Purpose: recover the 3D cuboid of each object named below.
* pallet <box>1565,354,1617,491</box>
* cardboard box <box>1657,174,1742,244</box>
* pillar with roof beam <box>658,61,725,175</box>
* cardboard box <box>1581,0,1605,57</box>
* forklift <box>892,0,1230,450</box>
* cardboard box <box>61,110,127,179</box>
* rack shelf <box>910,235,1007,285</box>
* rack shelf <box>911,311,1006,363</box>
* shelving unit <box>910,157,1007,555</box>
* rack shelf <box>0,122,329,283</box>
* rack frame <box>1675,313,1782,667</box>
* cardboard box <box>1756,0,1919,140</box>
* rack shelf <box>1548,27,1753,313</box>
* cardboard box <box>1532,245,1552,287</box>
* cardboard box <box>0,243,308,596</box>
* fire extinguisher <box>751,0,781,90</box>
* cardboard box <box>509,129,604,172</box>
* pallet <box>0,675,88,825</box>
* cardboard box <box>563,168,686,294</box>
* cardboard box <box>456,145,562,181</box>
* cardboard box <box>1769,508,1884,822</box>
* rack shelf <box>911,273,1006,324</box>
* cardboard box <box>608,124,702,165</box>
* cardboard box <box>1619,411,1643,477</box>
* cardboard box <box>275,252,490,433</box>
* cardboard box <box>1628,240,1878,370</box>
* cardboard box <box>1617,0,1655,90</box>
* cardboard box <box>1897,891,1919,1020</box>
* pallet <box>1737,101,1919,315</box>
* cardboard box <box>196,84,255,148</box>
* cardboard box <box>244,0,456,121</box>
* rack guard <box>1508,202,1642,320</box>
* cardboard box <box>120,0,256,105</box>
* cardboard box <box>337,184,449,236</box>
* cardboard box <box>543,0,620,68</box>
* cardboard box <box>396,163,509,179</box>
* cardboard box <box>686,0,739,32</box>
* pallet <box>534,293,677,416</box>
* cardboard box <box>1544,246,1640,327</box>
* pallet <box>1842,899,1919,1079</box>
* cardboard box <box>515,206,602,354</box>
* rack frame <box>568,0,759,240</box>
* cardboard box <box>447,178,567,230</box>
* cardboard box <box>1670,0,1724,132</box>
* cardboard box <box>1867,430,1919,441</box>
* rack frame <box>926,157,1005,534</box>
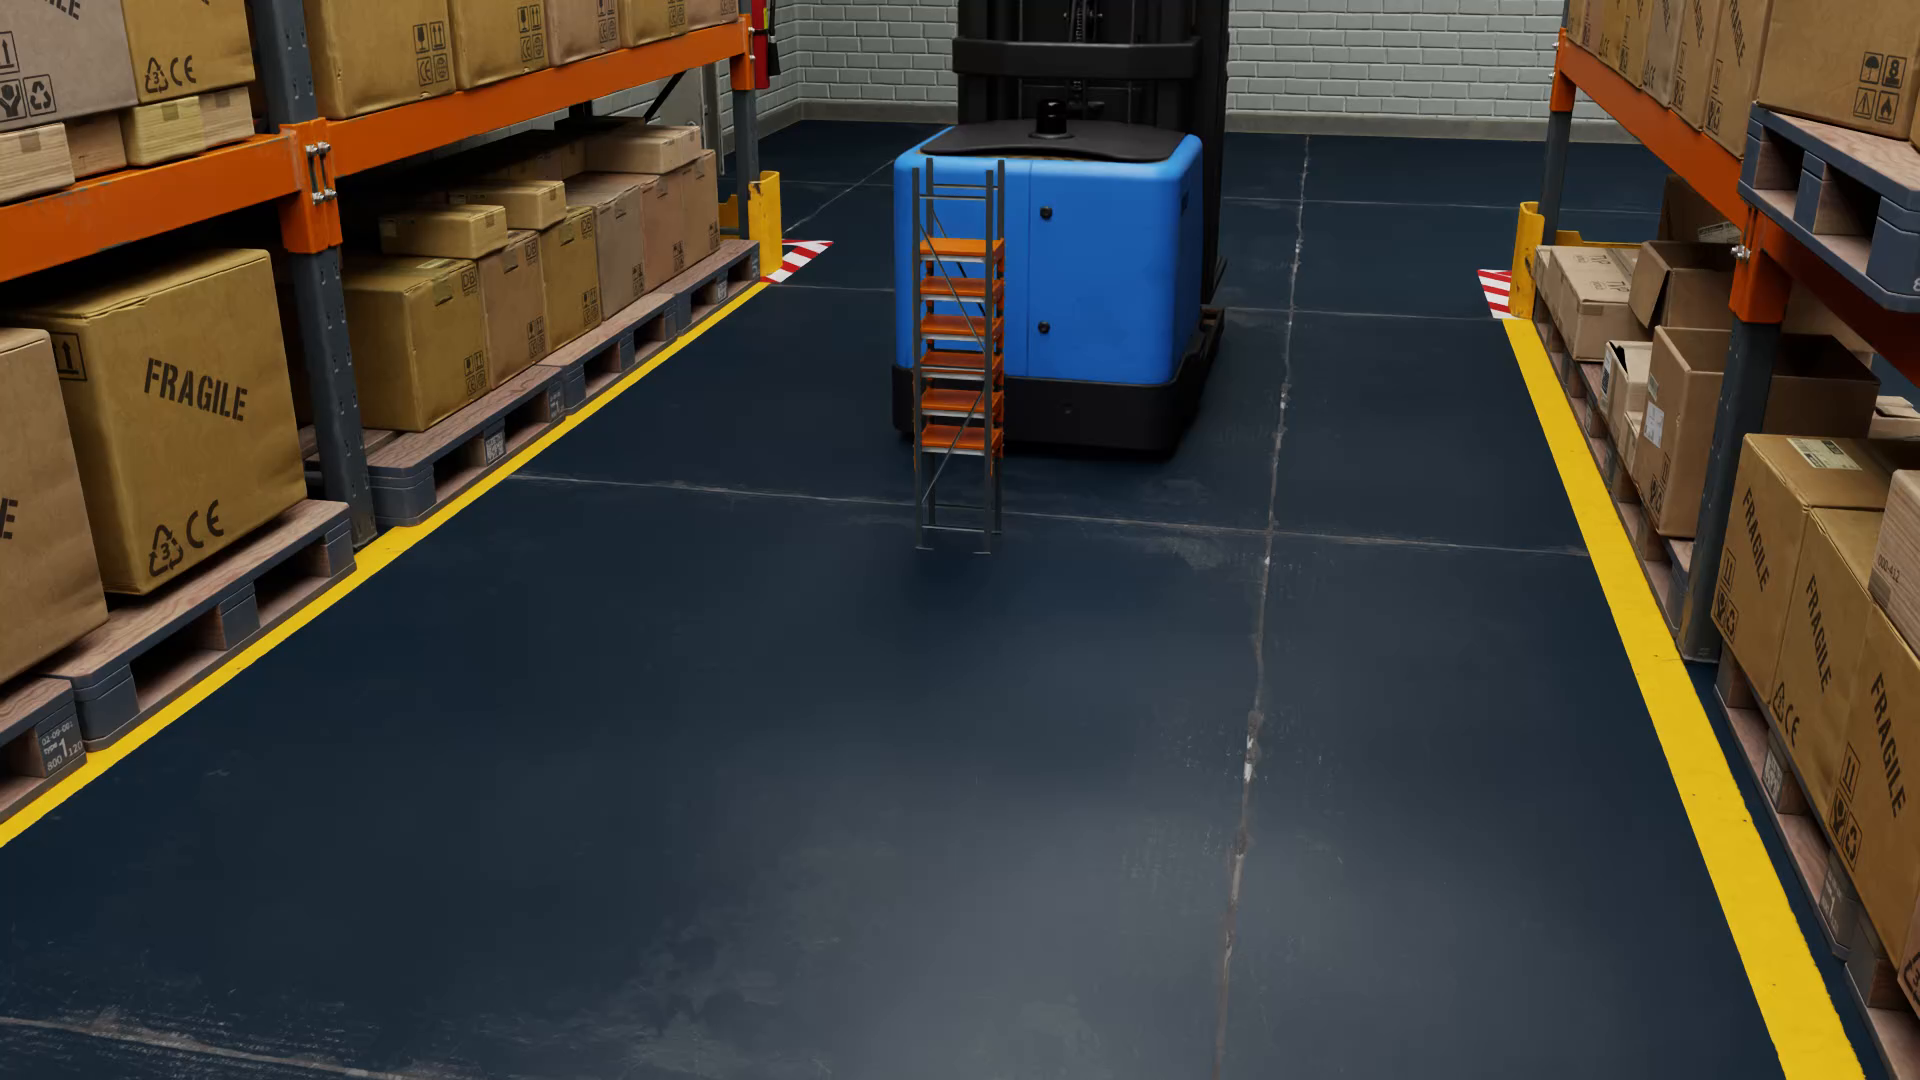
[{"bbox_3d":[2.856,-0.444,6.174,1.003,0.211,1.213,4,22,11],"label":"pallet"},{"bbox_3d":[3.414,-1.329,7.396,0.500,0.500,0.500,4,22,11],"label":"cardboard box"},{"bbox_3d":[2.353,-6.386,9.165,9.100,9.000,0.400,4,22,11],"label":"pillar with roof beam"},{"bbox_3d":[2.835,-2.217,6.710,0.500,0.500,0.500,4,22,10],"label":"cardboard box"},{"bbox_3d":[0.587,-2.202,6.898,1.130,2.935,3.031,5,22,12],"label":"forklift"},{"bbox_3d":[-2.299,-0.978,4.075,0.380,0.149,0.250,5,23,13],"label":"cardboard box"},{"bbox_3d":[-0.003,-0.844,4.998,0.258,0.103,0.180,4,22,11],"label":"rack shelf"},{"bbox_3d":[-0.003,-0.621,5.088,0.258,0.103,0.180,4,22,11],"label":"rack shelf"},{"bbox_3d":[-0.003,-0.551,5.116,0.258,1.200,0.189,4,22,11],"label":"shelving unit"},{"bbox_3d":[-2.790,-0.350,3.171,1.077,0.370,4.000,4,22,11],"label":"rack shelf"},{"bbox_3d":[2.468,-1.039,3.919,1.000,3.000,0.127,4,22,11],"label":"rack frame"},{"bbox_3d":[2.152,-1.124,3.434,0.700,0.500,0.500,-3,22,-7],"label":"cardboard box"},{"bbox_3d":[2.876,-1.437,5.869,1.077,0.370,4.000,4,22,11],"label":"rack shelf"},{"bbox_3d":[2.862,-1.257,7.686,0.380,0.149,0.250,4,22,11],"label":"cardboard box"},{"bbox_3d":[-2.388,-0.366,4.561,0.750,0.750,0.750,5,22,12],"label":"cardboard box"},{"bbox_3d":[-1.083,-2.690,8.619,0.296,0.674,0.183,4,22,11],"label":"fire extinguisher"},{"bbox_3d":[-1.884,-1.827,7.789,0.380,0.149,0.250,5,22,11],"label":"cardboard box"},{"bbox_3d":[-2.713,0.613,3.548,1.003,0.211,1.213,4,22,11],"label":"pallet"},{"bbox_3d":[-1.713,-1.467,7.765,0.700,0.500,0.500,4,22,11],"label":"cardboard box"},{"bbox_3d":[-1.987,-1.642,7.331,0.380,0.149,0.250,5,22,12],"label":"cardboard box"},{"bbox_3d":[2.033,0.270,3.424,0.500,0.500,0.500,5,22,12],"label":"cardboard box"},{"bbox_3d":[-0.003,-0.733,5.043,0.258,0.103,0.180,4,22,11],"label":"rack shelf"},{"bbox_3d":[-1.459,-1.890,7.947,0.380,0.149,0.250,4,22,10],"label":"cardboard box"},{"bbox_3d":[2.324,-0.293,5.292,0.380,0.149,0.250,4,22,11],"label":"cardboard box"},{"bbox_3d":[-2.129,-0.716,5.901,0.700,0.500,0.500,5,22,12],"label":"cardboard box"},{"bbox_3d":[2.846,-0.773,6.010,0.797,0.503,0.637,4,22,11],"label":"cardboard box"},{"bbox_3d":[2.627,-1.851,5.801,0.500,0.500,0.500,5,22,12],"label":"cardboard box"},{"bbox_3d":[1.820,0.637,2.513,0.500,0.500,0.500,4,22,9],"label":"cardboard box"},{"bbox_3d":[2.198,-0.666,3.250,1.003,0.211,1.213,4,22,11],"label":"pallet"},{"bbox_3d":[-2.174,-1.163,4.536,0.380,0.149,0.250,5,22,11],"label":"cardboard box"},{"bbox_3d":[-2.256,-1.752,5.287,0.980,0.700,0.700,5,22,12],"label":"cardboard box"},{"bbox_3d":[3.269,-1.315,7.949,1.175,0.500,0.348,4,22,11],"label":"rack guard"},{"bbox_3d":[-2.230,-1.421,4.308,0.500,0.500,0.500,4,22,10],"label":"cardboard box"},{"bbox_3d":[-2.195,-1.269,6.404,0.380,0.149,0.250,4,22,9],"label":"cardboard box"},{"bbox_3d":[-1.962,-2.285,6.611,0.980,0.700,0.700,3,22,8],"label":"cardboard box"},{"bbox_3d":[-2.090,-1.456,6.868,0.380,0.149,0.250,4,22,10],"label":"cardboard box"},{"bbox_3d":[-1.660,-2.830,7.964,0.980,0.700,0.700,5,23,13],"label":"cardboard box"},{"bbox_3d":[-1.904,-0.842,7.161,1.003,0.211,1.213,4,22,11],"label":"pallet"},{"bbox_3d":[2.794,-1.071,7.089,0.500,0.250,0.500,4,22,11],"label":"cardboard box"},{"bbox_3d":[2.092,1.002,2.583,1.003,0.211,1.213,4,22,11],"label":"pallet"},{"bbox_3d":[-1.917,-1.088,6.823,0.700,0.500,0.500,5,22,12],"label":"cardboard box"},{"bbox_3d":[-1.566,-2.878,8.485,1.000,3.000,0.127,4,22,11],"label":"rack frame"},{"bbox_3d":[-1.774,-1.320,6.531,0.380,0.149,0.250,4,22,9],"label":"cardboard box"},{"bbox_3d":[2.423,-1.477,4.871,0.500,0.500,0.500,5,22,12],"label":"cardboard box"},{"bbox_3d":[2.765,-0.133,4.679,0.500,0.311,0.500,4,22,11],"label":"cardboard box"},{"bbox_3d":[0.016,-0.585,5.199,0.240,1.200,0.006,4,22,11],"label":"rack frame"}]
